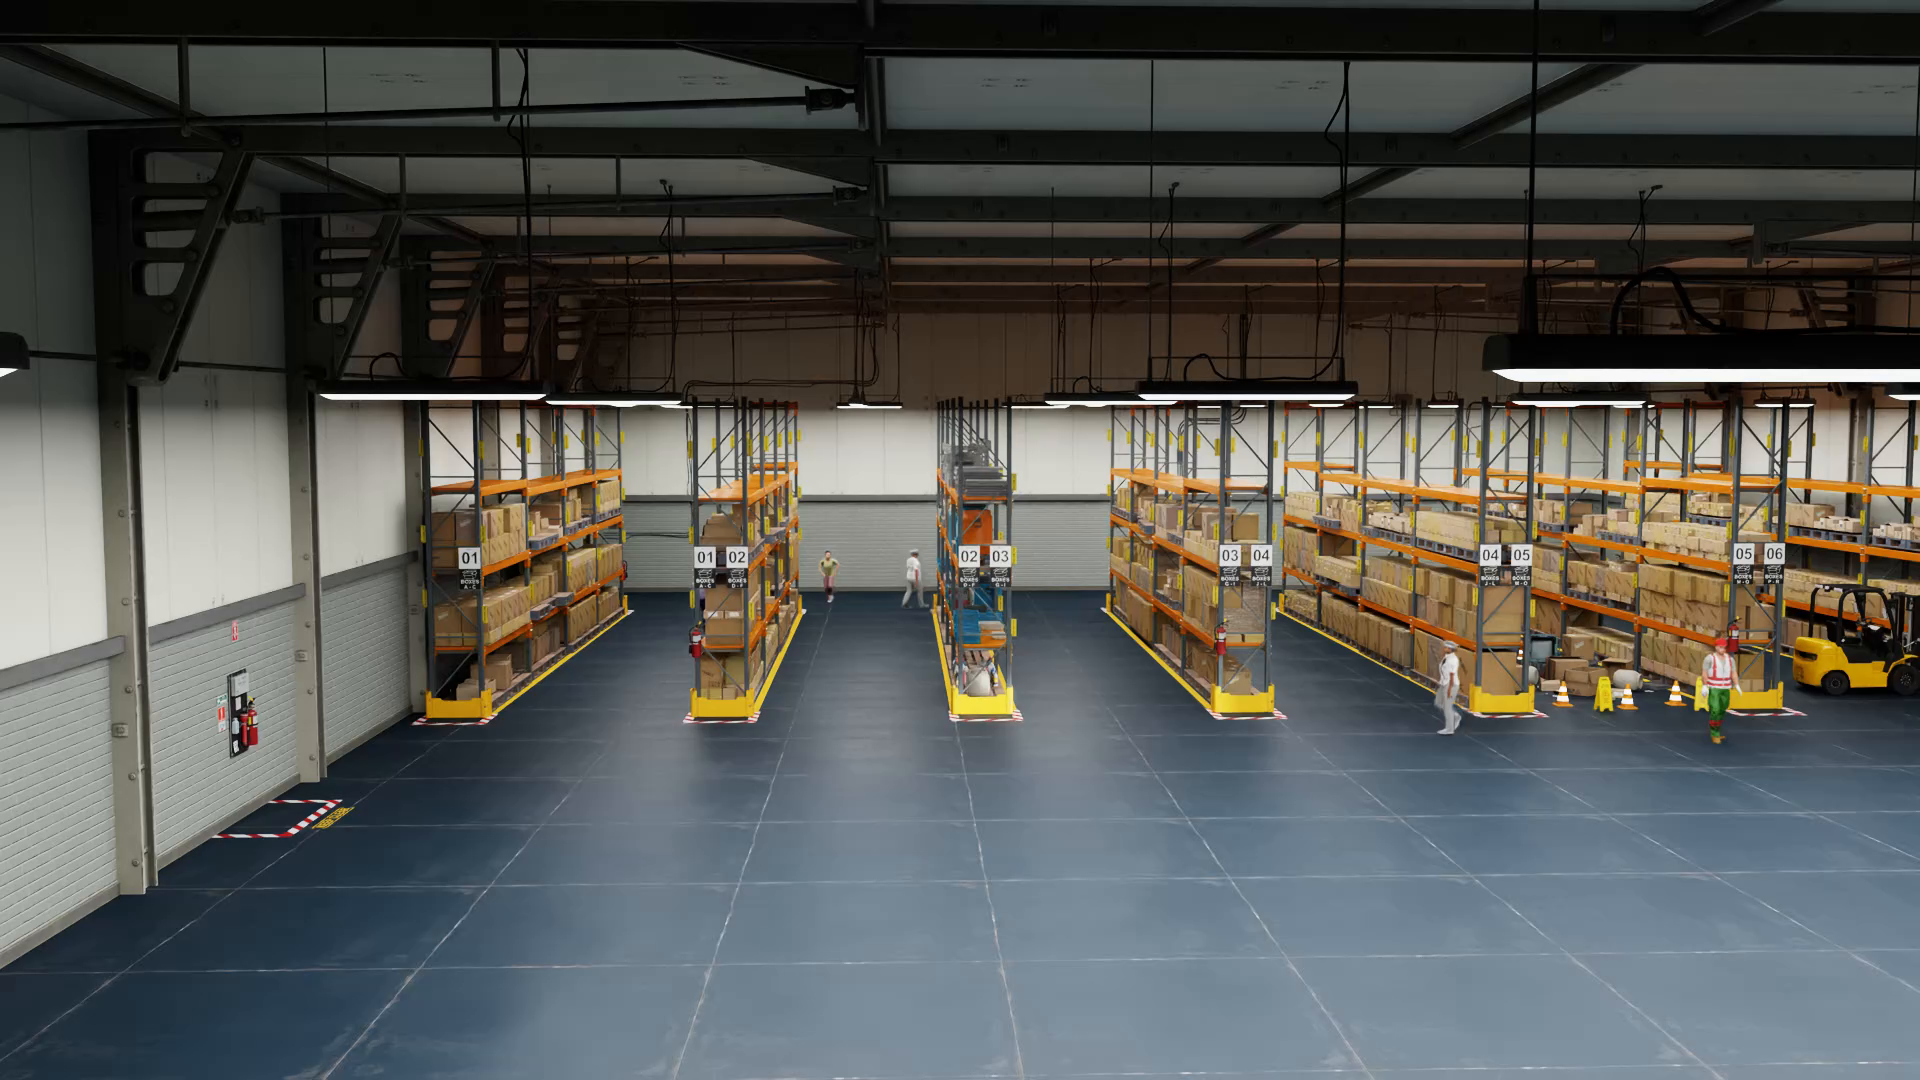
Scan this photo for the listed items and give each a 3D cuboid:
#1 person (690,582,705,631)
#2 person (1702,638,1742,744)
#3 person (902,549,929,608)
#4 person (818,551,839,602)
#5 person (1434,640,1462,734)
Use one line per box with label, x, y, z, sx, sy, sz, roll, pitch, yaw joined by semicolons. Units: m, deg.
person;-6.652;1.617;42.682;0.555;1.588;1.034;0;4;-5
person;13.216;2.621;28.871;0.590;1.850;0.528;0;4;-3
person;-1.293;1.117;48.306;0.888;1.726;0.560;-4;6;-42
person;-3.922;1.093;49.794;0.589;1.579;0.688;0;4;6
person;8.704;2.590;29.443;0.502;1.678;0.448;-1;4;-8
